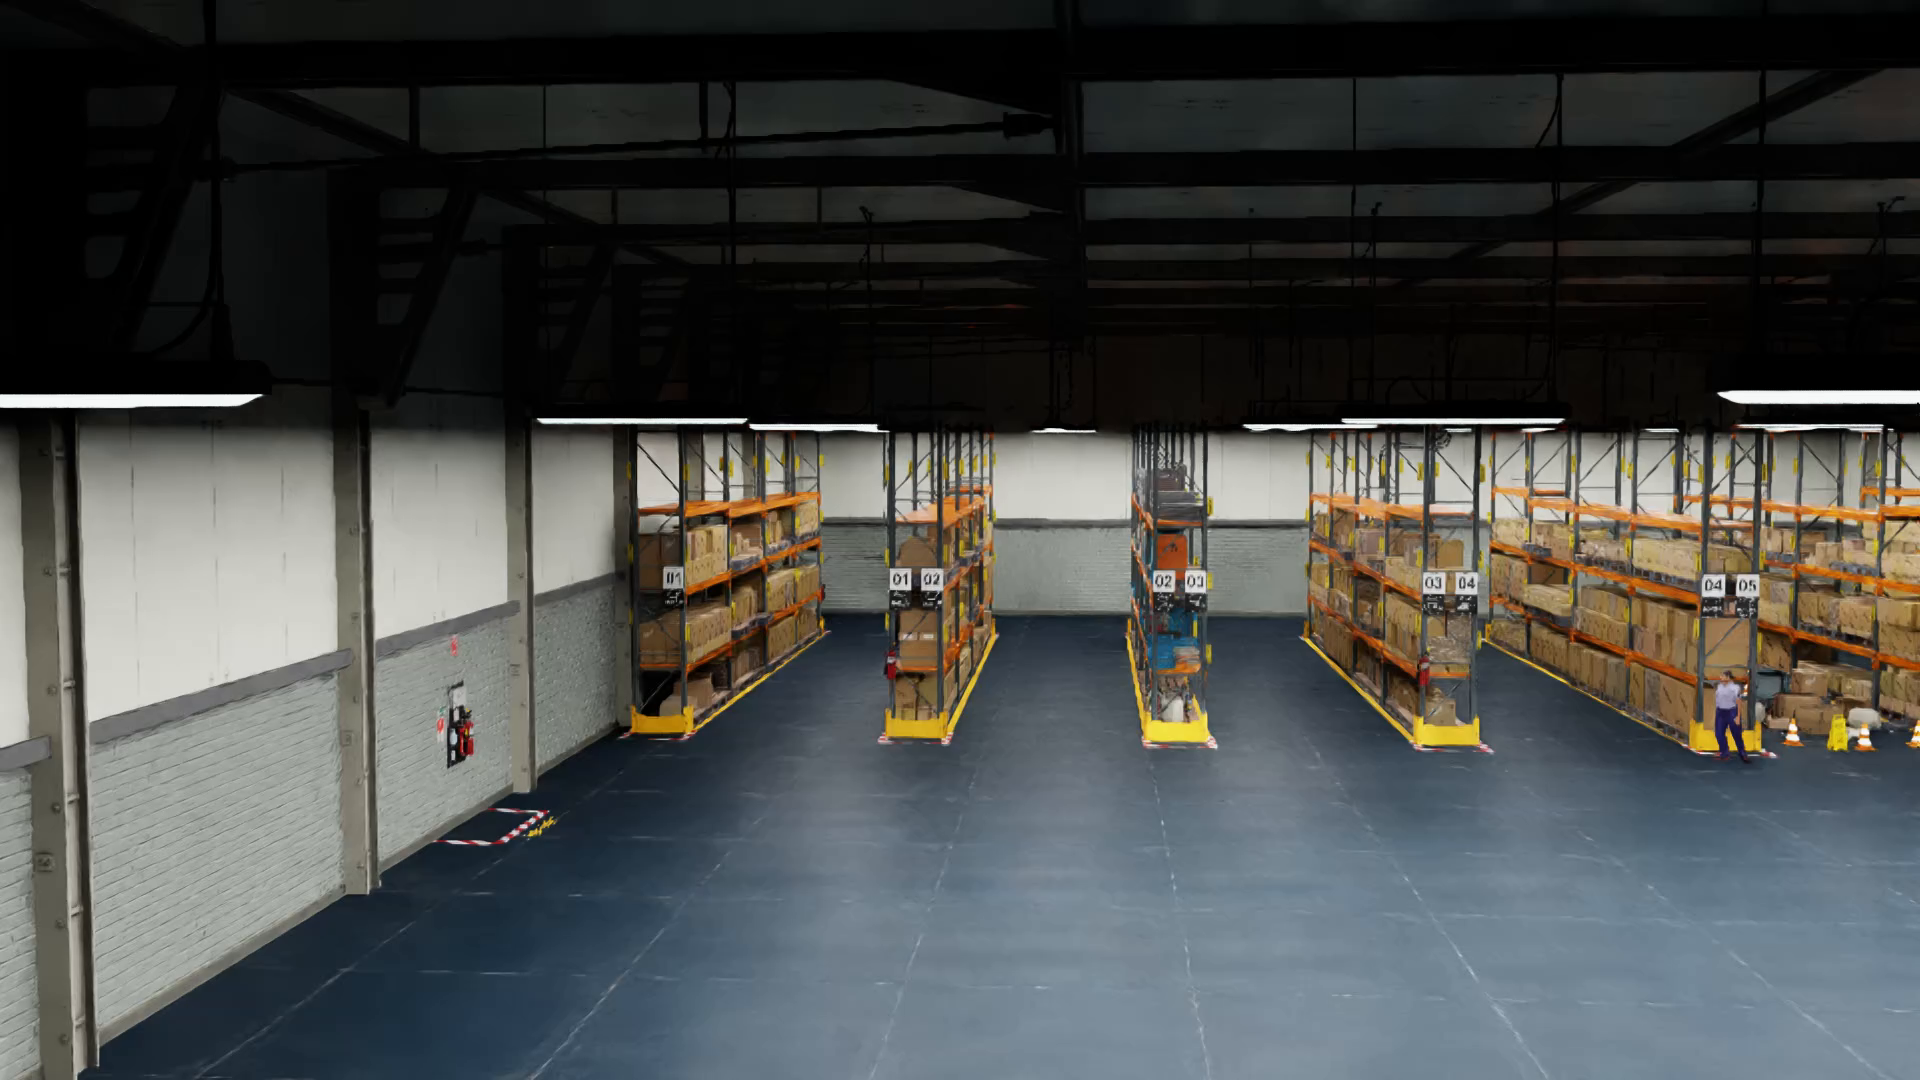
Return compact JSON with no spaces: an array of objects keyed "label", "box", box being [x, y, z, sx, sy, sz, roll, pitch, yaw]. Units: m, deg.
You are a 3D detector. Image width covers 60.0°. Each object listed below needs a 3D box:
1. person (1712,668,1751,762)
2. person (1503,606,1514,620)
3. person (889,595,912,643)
[{"label":"person","box":[13.537,3.074,29.163,0.527,1.627,0.597,-2,4,-24]},{"label":"person","box":[15.880,1.882,48.013,0.411,1.590,0.549,-1,4,-22]},{"label":"person","box":[-1.565,1.993,45.361,0.729,1.733,0.546,0,4,4]}]
